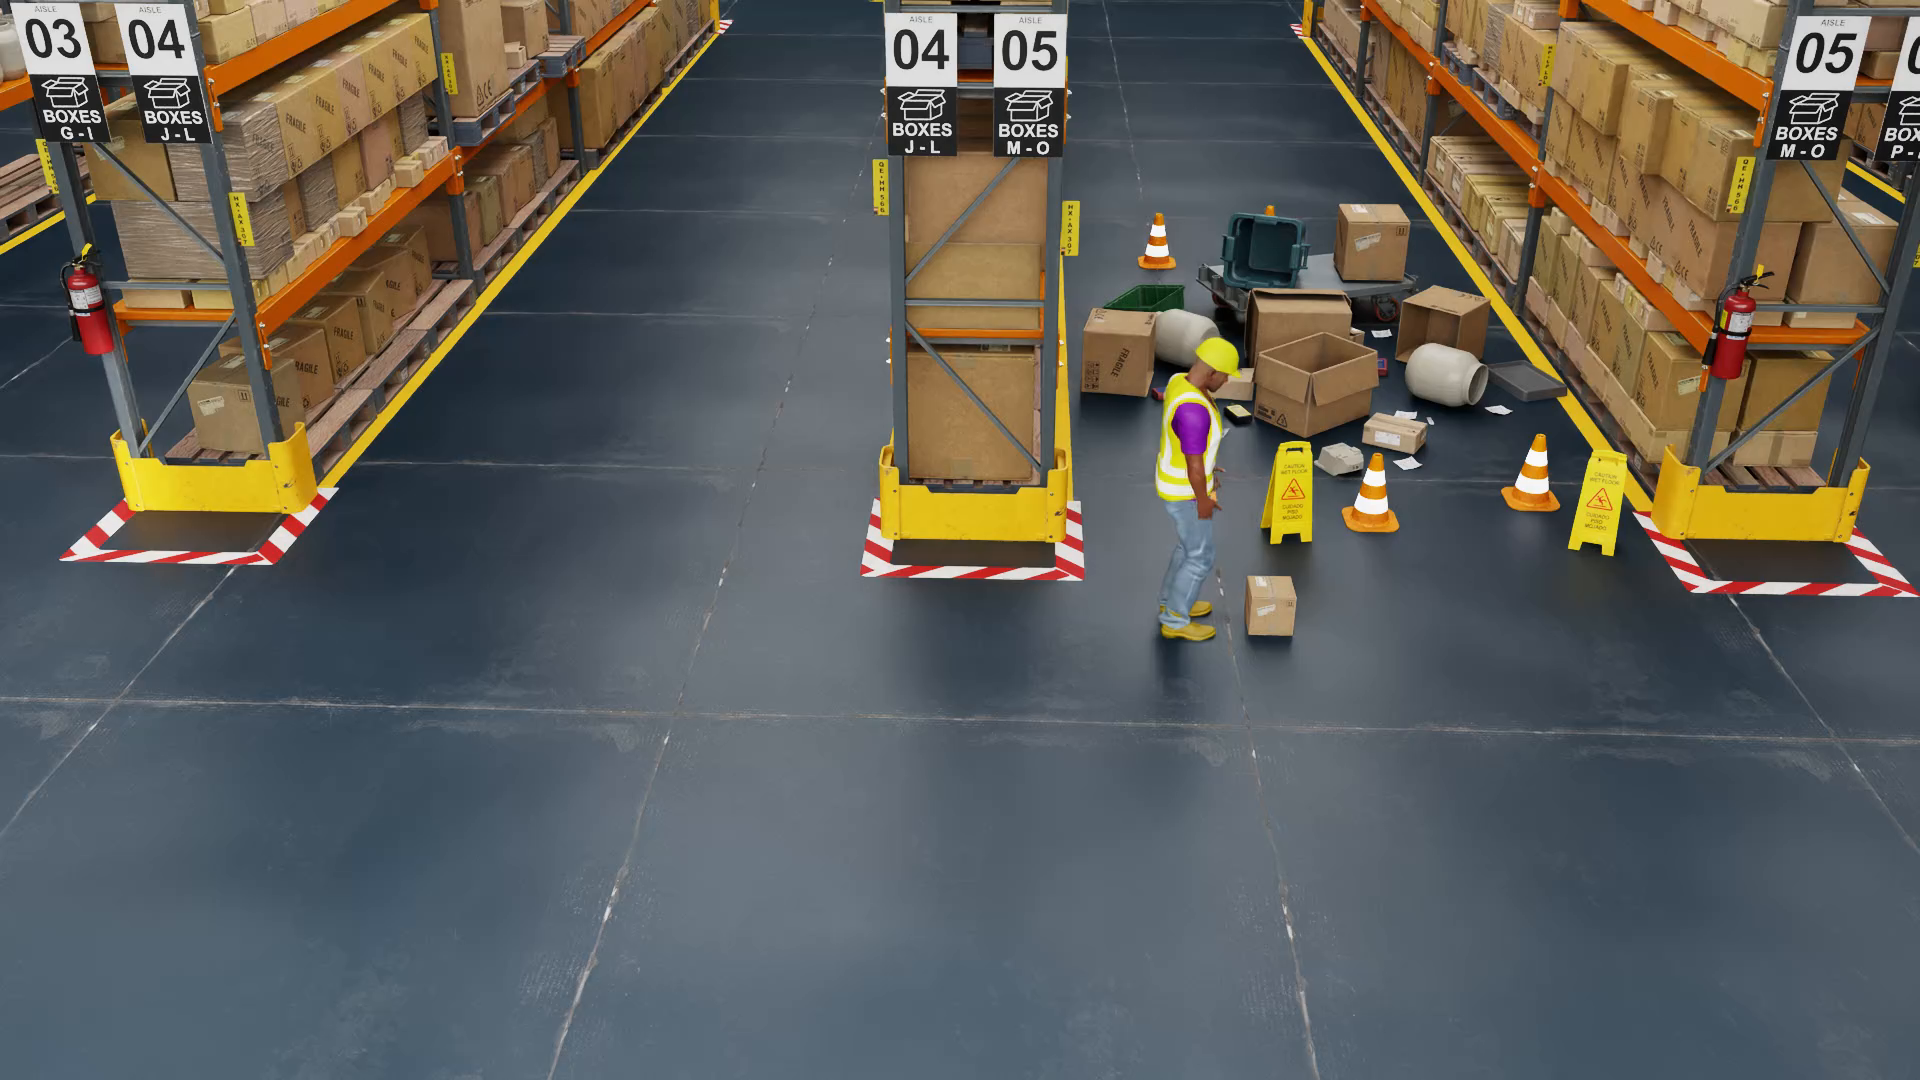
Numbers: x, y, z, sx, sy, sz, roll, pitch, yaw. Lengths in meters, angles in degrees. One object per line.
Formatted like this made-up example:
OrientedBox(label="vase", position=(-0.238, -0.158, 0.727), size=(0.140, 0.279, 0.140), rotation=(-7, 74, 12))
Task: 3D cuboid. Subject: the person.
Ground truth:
OrientedBox(label="person", position=(1.294, -0.299, 9.204), size=(0.422, 1.734, 0.583), rotation=(2, 28, 3))
